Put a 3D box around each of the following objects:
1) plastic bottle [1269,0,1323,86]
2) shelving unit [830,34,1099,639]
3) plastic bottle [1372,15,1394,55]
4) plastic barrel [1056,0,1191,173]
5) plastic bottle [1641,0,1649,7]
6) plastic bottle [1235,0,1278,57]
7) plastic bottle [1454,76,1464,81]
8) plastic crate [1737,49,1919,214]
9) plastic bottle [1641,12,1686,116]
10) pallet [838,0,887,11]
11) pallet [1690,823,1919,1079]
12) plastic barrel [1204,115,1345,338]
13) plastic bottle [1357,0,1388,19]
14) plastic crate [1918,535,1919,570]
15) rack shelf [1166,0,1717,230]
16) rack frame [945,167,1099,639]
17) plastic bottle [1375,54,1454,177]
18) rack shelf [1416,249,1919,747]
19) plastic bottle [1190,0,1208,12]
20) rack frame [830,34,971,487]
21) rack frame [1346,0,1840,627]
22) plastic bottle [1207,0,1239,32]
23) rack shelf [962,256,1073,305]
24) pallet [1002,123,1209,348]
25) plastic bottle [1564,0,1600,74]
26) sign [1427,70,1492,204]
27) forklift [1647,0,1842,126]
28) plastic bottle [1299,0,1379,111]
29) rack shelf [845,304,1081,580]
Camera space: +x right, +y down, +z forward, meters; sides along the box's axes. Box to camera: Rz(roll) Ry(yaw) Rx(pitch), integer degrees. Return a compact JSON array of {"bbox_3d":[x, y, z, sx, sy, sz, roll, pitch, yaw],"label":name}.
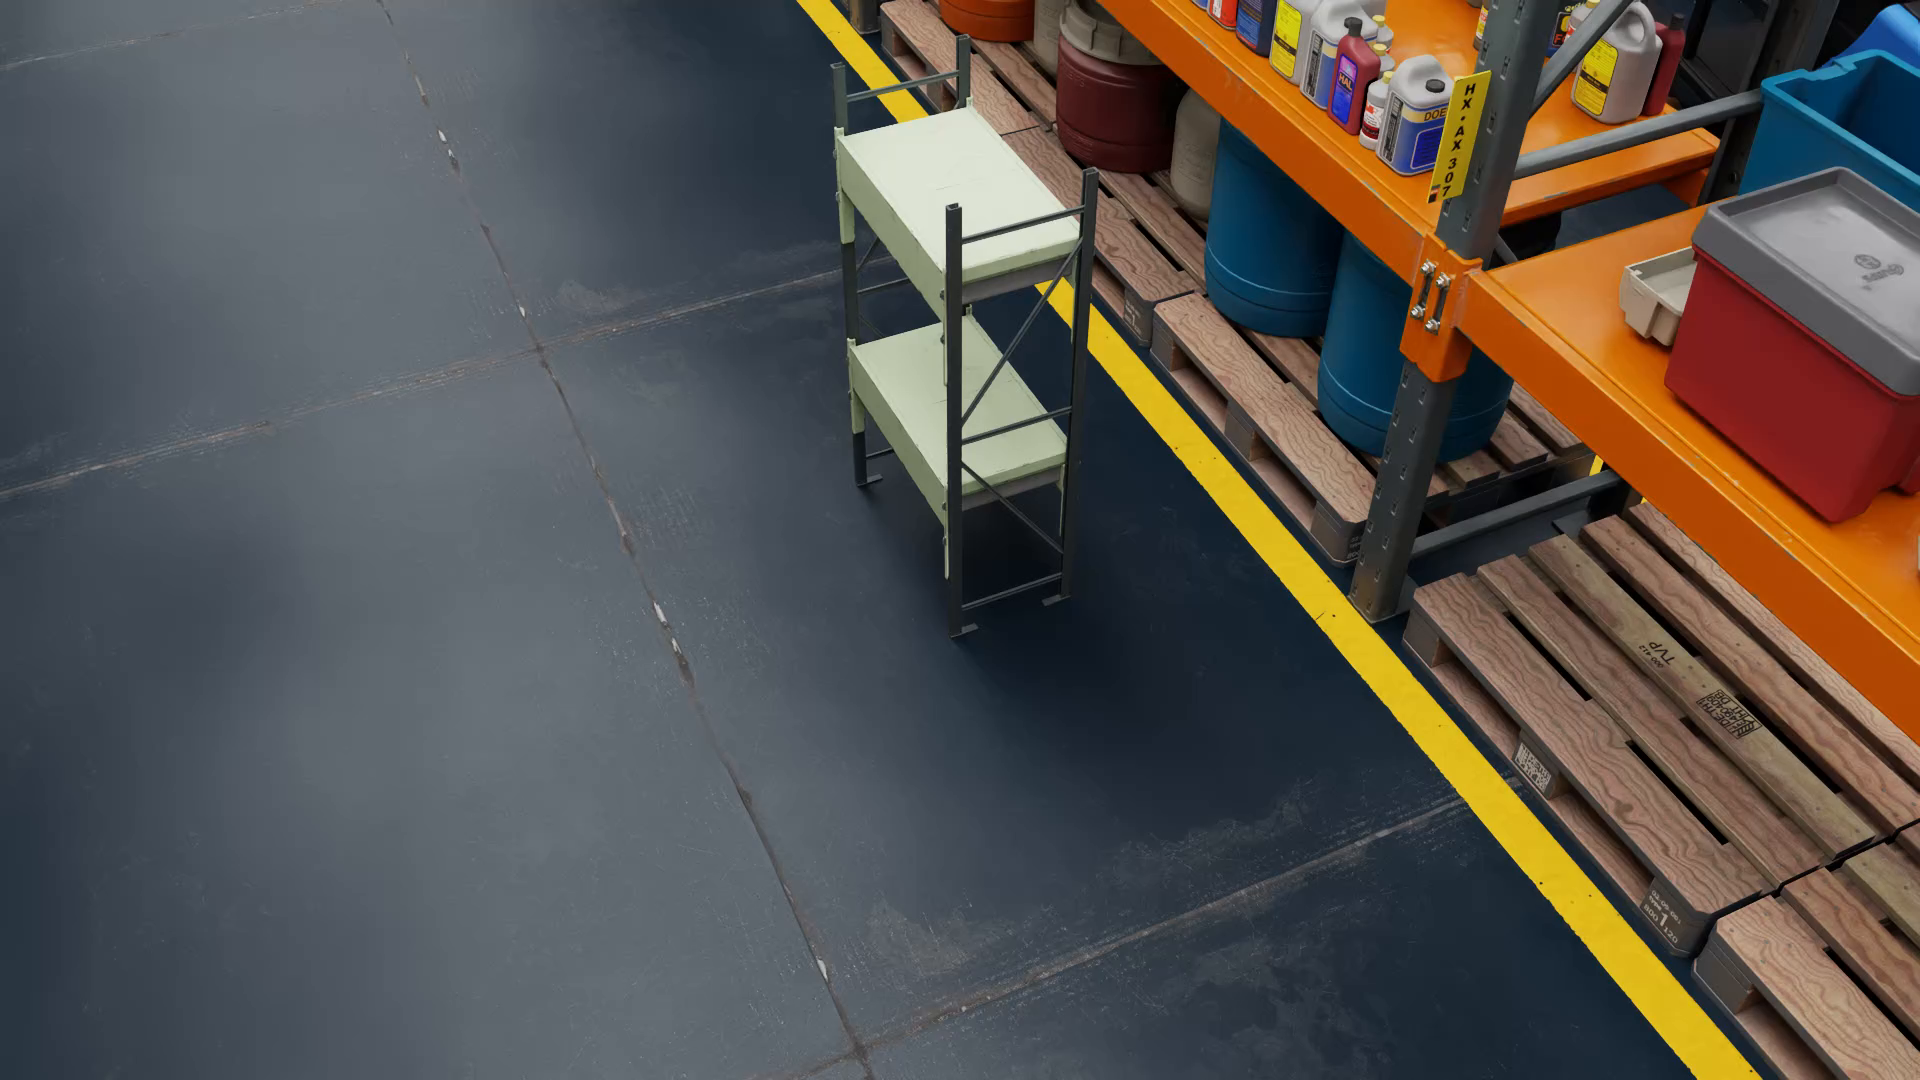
[{"bbox_3d":[0.974,-1.466,4.635,0.144,0.351,0.185,-18,47,-17],"label":"plastic bottle"},{"bbox_3d":[-0.003,-0.538,4.728,0.431,1.500,0.755,-18,47,-17],"label":"shelving unit"},{"bbox_3d":[1.150,-1.361,4.635,0.097,0.201,0.097,0,45,0],"label":"plastic bottle"},{"bbox_3d":[0.671,-1.808,6.365,0.600,0.588,0.708,-18,47,-17],"label":"plastic barrel"},{"bbox_3d":[1.834,-1.398,4.614,0.061,0.283,0.133,-18,47,-17],"label":"plastic bottle"},{"bbox_3d":[0.896,-1.584,4.755,0.144,0.351,0.185,-18,47,-17],"label":"plastic bottle"},{"bbox_3d":[1.304,-1.128,4.399,0.097,0.201,0.097,0,45,0],"label":"plastic bottle"},{"bbox_3d":[2.163,-0.813,3.907,0.392,0.384,0.575,-18,47,-17],"label":"plastic crate"},{"bbox_3d":[1.890,-1.313,4.528,0.061,0.283,0.133,-18,47,-17],"label":"plastic bottle"},{"bbox_3d":[-0.315,-3.056,8.197,1.003,0.211,1.213,-18,47,-17],"label":"pallet"},{"bbox_3d":[2.519,1.234,3.849,1.003,0.211,1.213,-18,47,-17],"label":"pallet"},{"bbox_3d":[1.146,-1.200,5.525,0.600,0.901,0.708,-18,47,-17],"label":"plastic barrel"},{"bbox_3d":[1.105,-1.509,4.678,0.144,0.351,0.185,-18,47,-17],"label":"plastic bottle"},{"bbox_3d":[2.132,0.054,3.101,0.437,0.282,0.530,-18,47,-17],"label":"plastic crate"},{"bbox_3d":[0.816,-2.082,5.598,0.919,0.124,3.809,-18,47,-17],"label":"rack shelf"},{"bbox_3d":[0.151,-0.305,4.491,0.400,1.500,0.023,-18,47,-17],"label":"rack frame"},{"bbox_3d":[1.198,-1.106,4.323,0.152,0.276,0.135,-18,47,-17],"label":"plastic bottle"},{"bbox_3d":[2.498,0.536,3.083,1.077,0.370,4.000,-18,47,-17],"label":"rack shelf"},{"bbox_3d":[0.776,-1.746,4.972,0.152,0.276,0.135,-18,47,-17],"label":"plastic bottle"},{"bbox_3d":[-0.157,-0.771,4.964,0.400,1.500,0.023,-18,47,-17],"label":"rack frame"},{"bbox_3d":[1.657,-0.994,4.122,1.000,3.000,0.127,-18,47,-17],"label":"rack frame"},{"bbox_3d":[0.833,-1.660,4.885,0.152,0.276,0.135,-18,47,-17],"label":"plastic bottle"},{"bbox_3d":[-0.003,-0.867,4.403,0.332,0.071,0.664,-18,47,-17],"label":"rack shelf"},{"bbox_3d":[0.854,-1.284,6.401,1.003,0.211,1.213,-18,47,-17],"label":"pallet"},{"bbox_3d":[1.769,-1.436,4.712,0.097,0.201,0.097,0,45,0],"label":"plastic bottle"},{"bbox_3d":[1.157,-0.932,3.861,0.100,0.325,0.005,-18,47,-17],"label":"sign"},{"bbox_3d":[3.467,-2.608,5.807,1.121,2.935,3.031,-6,45,-6],"label":"forklift"},{"bbox_3d":[1.045,-1.339,4.559,0.152,0.276,0.135,-18,47,-17],"label":"plastic bottle"},{"bbox_3d":[-0.003,-0.306,4.957,0.431,0.370,0.720,-18,47,-17],"label":"rack shelf"}]
